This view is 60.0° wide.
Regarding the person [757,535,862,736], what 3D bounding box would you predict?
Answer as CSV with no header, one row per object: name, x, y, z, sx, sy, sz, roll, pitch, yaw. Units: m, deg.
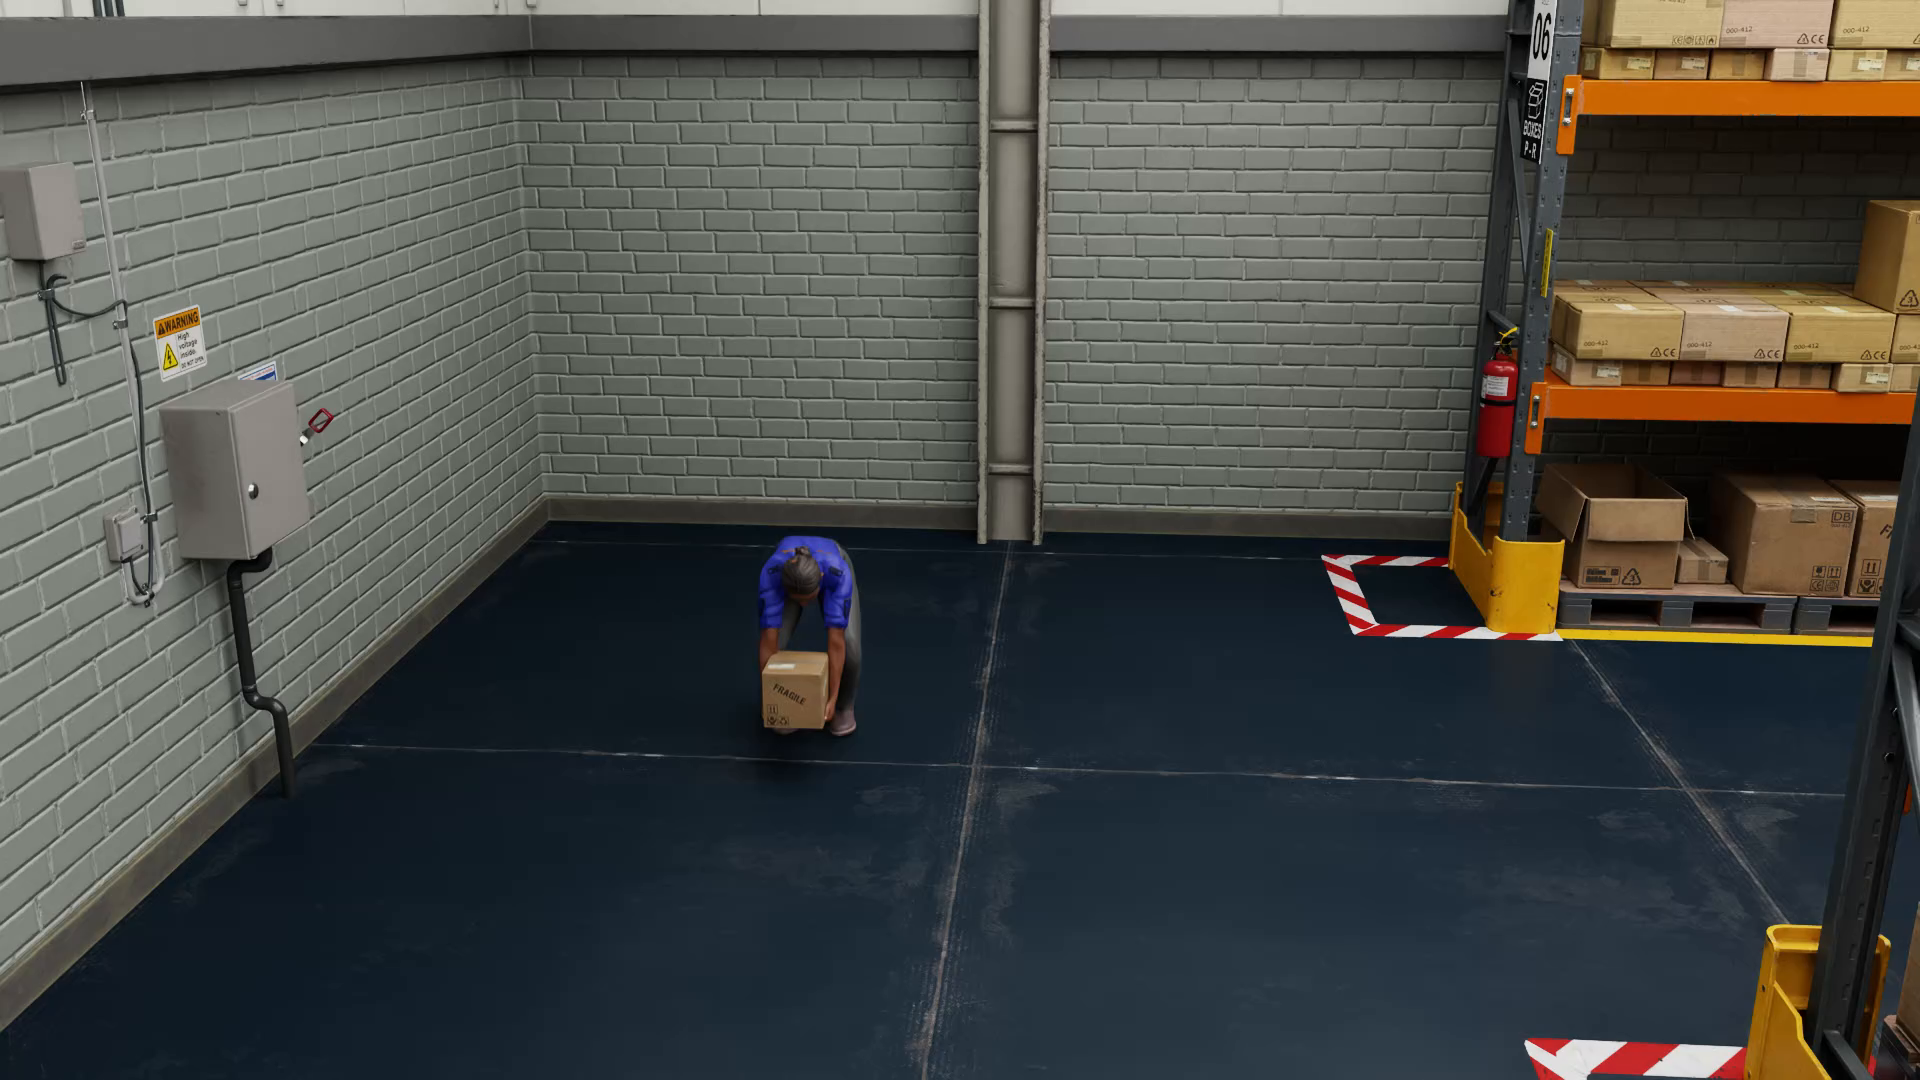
person,-0.667,0.426,7.320,0.465,0.996,0.862,0,18,1
